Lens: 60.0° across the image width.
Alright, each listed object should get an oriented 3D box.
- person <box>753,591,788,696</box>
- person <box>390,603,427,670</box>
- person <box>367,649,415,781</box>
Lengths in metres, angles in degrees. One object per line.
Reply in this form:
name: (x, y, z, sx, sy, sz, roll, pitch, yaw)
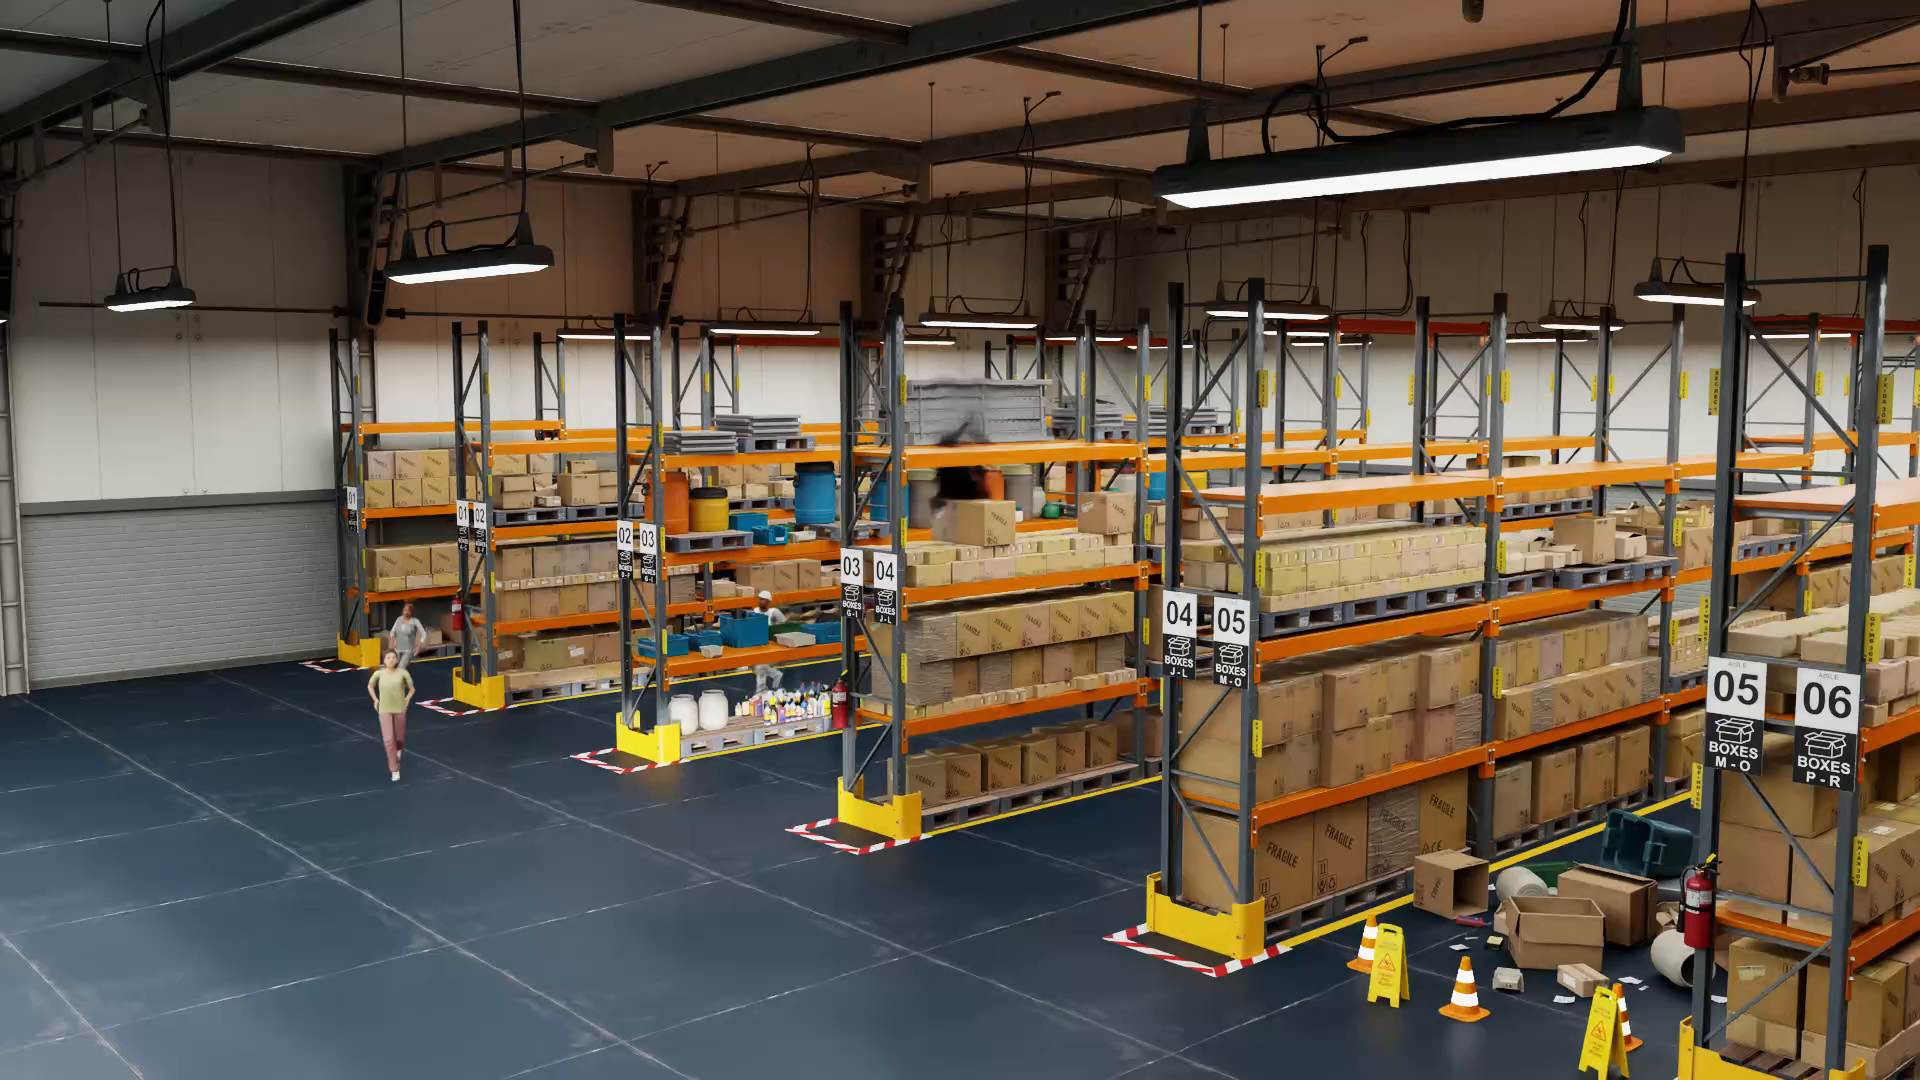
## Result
person: (-3.073, 1.689, 26.462, 0.694, 1.780, 0.841, 4, 7, 37)
person: (-8.804, 1.775, 26.514, 0.609, 1.564, 0.699, 1, 6, 6)
person: (-7.358, 2.230, 21.546, 0.579, 1.660, 0.818, -2, 6, -20)
